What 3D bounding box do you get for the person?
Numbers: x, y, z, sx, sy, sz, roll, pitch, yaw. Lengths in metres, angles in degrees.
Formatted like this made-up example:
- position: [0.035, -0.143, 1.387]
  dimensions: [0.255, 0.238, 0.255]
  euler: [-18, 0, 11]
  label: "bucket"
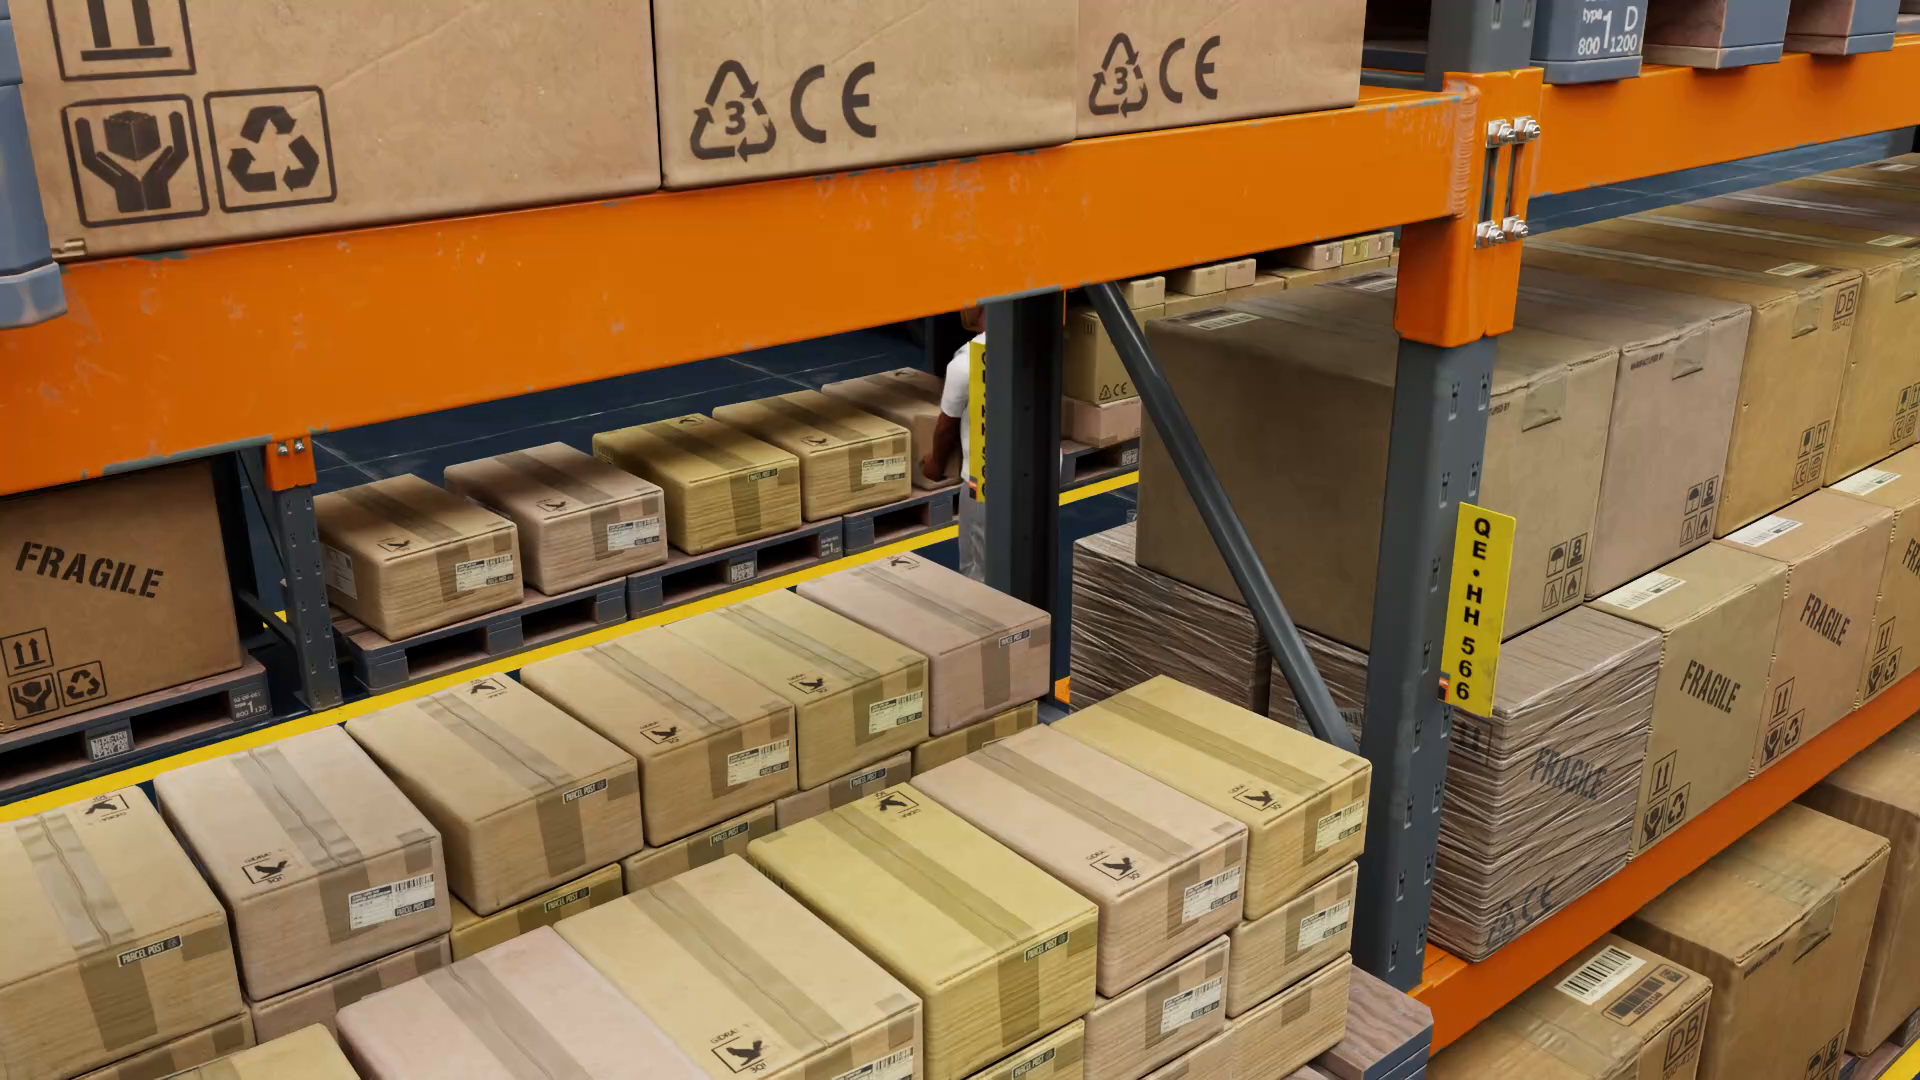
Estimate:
- position: [0.110, -0.281, 6.797]
  dimensions: [0.505, 1.755, 0.577]
  euler: [-18, 27, -38]
  label: "person"
